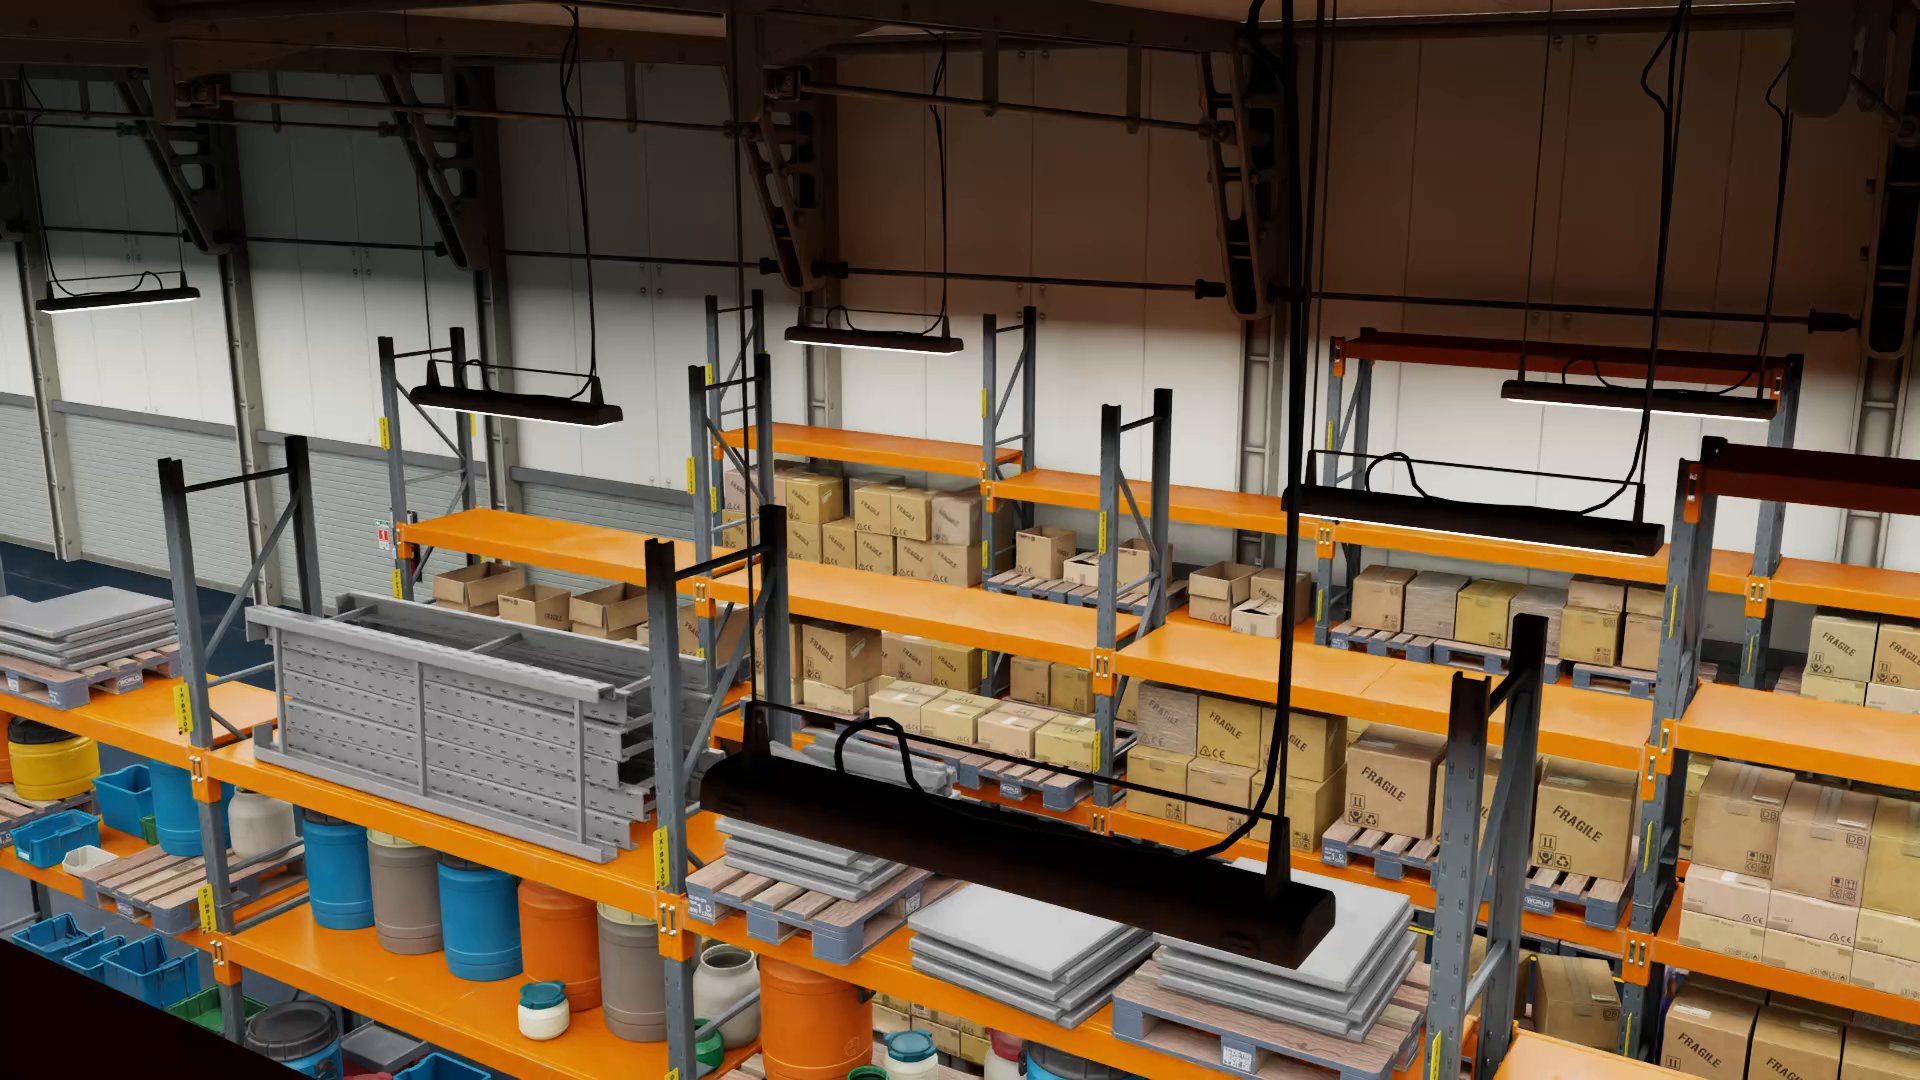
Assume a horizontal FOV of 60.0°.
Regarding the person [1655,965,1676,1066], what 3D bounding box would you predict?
[{"bbox_3d":[5.743,3.958,13.856,1.034,1.588,0.503,7,16,28],"label":"person"}]
